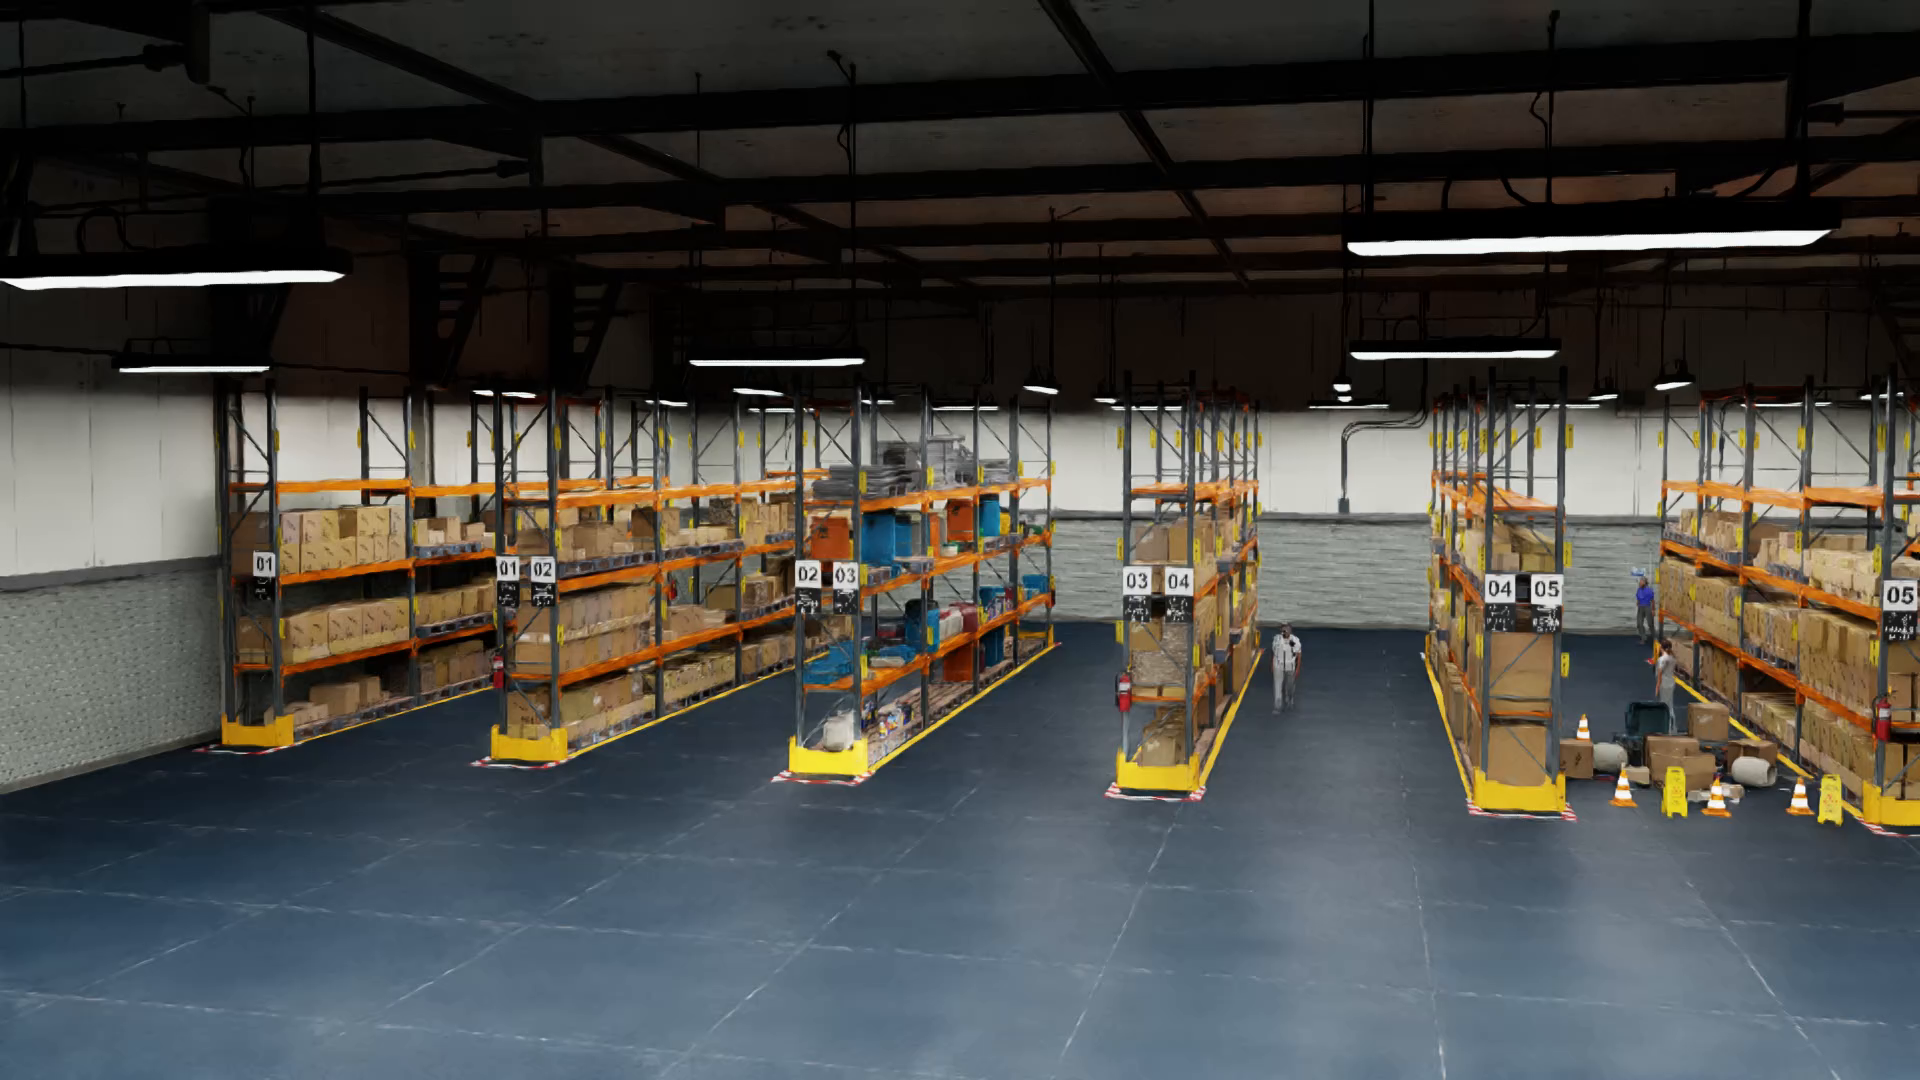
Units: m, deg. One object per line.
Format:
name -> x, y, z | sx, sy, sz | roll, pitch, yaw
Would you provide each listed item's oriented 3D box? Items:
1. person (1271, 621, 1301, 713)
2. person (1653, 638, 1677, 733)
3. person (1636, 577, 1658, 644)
person -> 5.992, 2.314, 30.542 | 0.540, 1.676, 1.130 | 1, 3, 11
person -> 11.800, 2.479, 27.915 | 0.569, 1.661, 0.561 | 3, 5, 41
person -> 16.970, 1.732, 41.044 | 0.552, 1.632, 0.508 | -3, 4, -39
